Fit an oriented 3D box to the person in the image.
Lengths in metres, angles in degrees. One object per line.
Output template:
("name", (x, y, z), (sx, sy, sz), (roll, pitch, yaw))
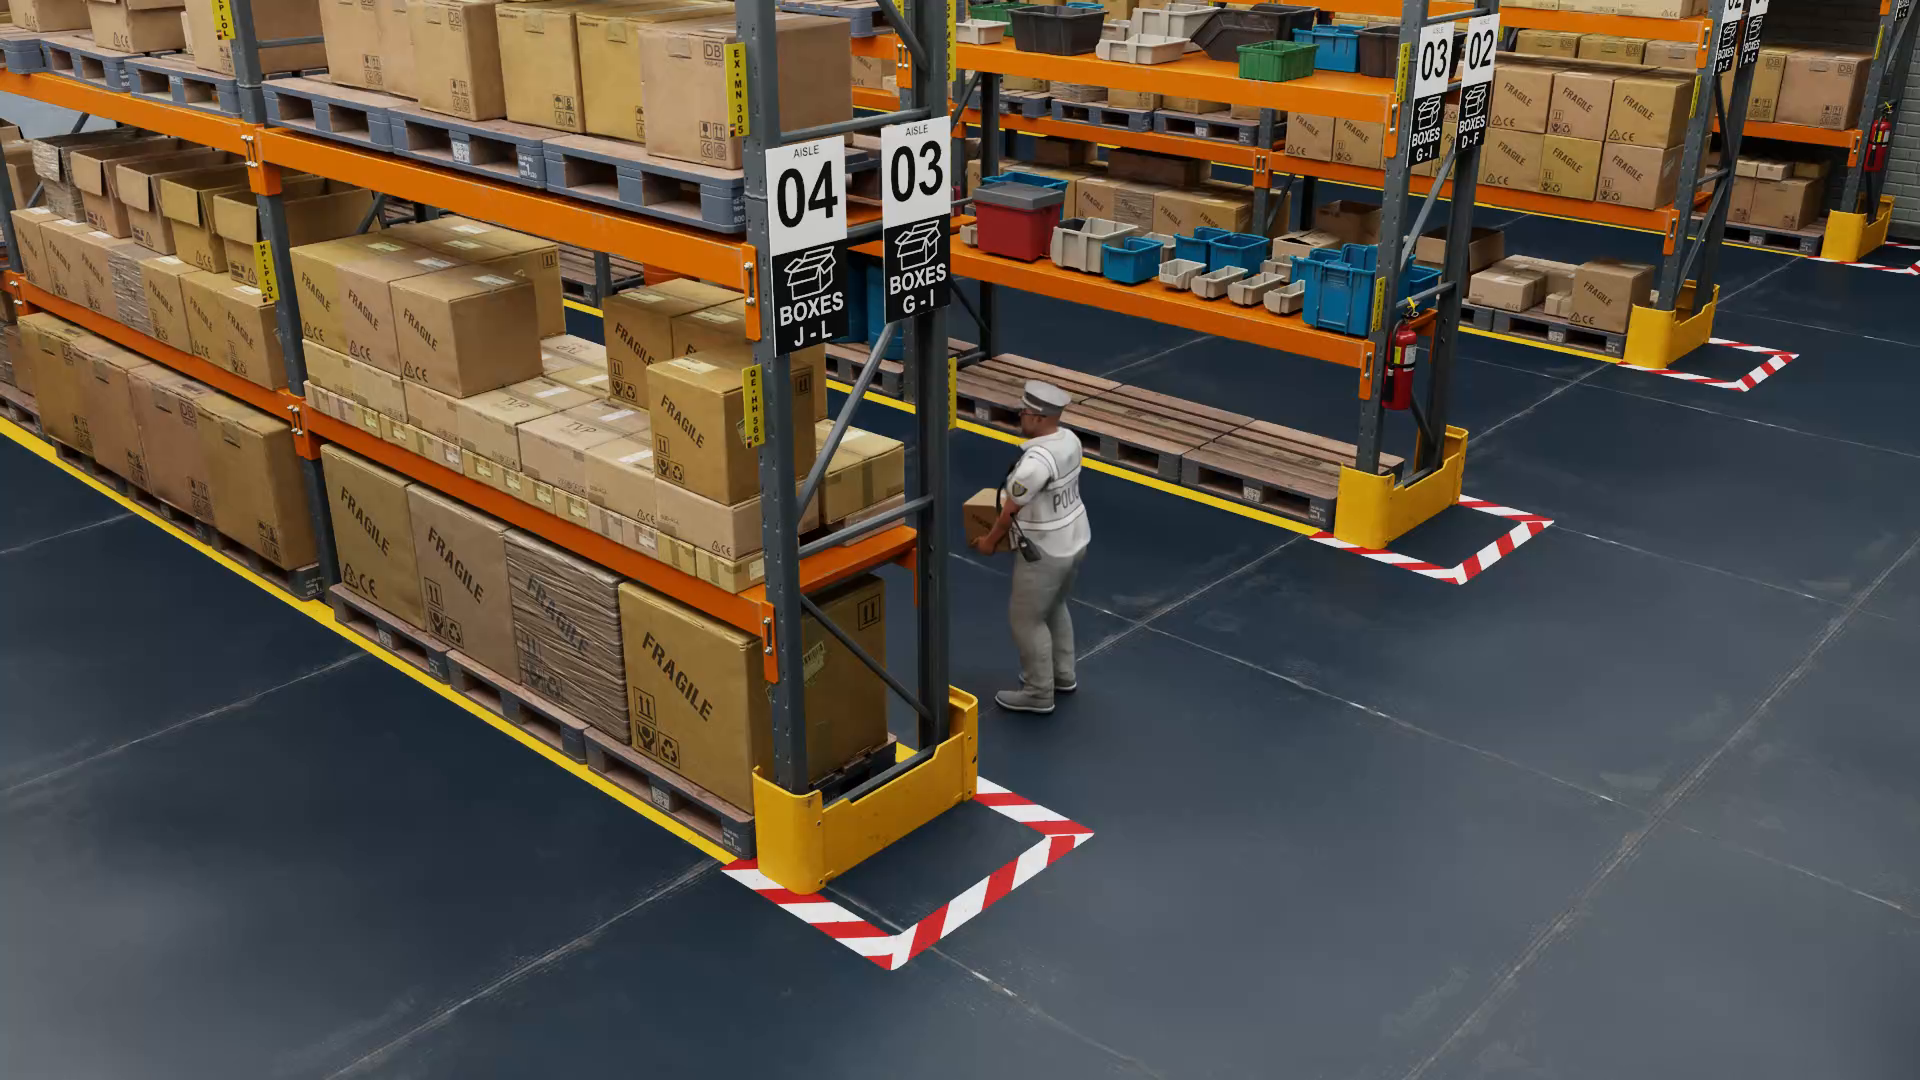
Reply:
("person", (0.362, 0.024, 8.526), (0.573, 1.768, 0.490), (11, 26, 24))
